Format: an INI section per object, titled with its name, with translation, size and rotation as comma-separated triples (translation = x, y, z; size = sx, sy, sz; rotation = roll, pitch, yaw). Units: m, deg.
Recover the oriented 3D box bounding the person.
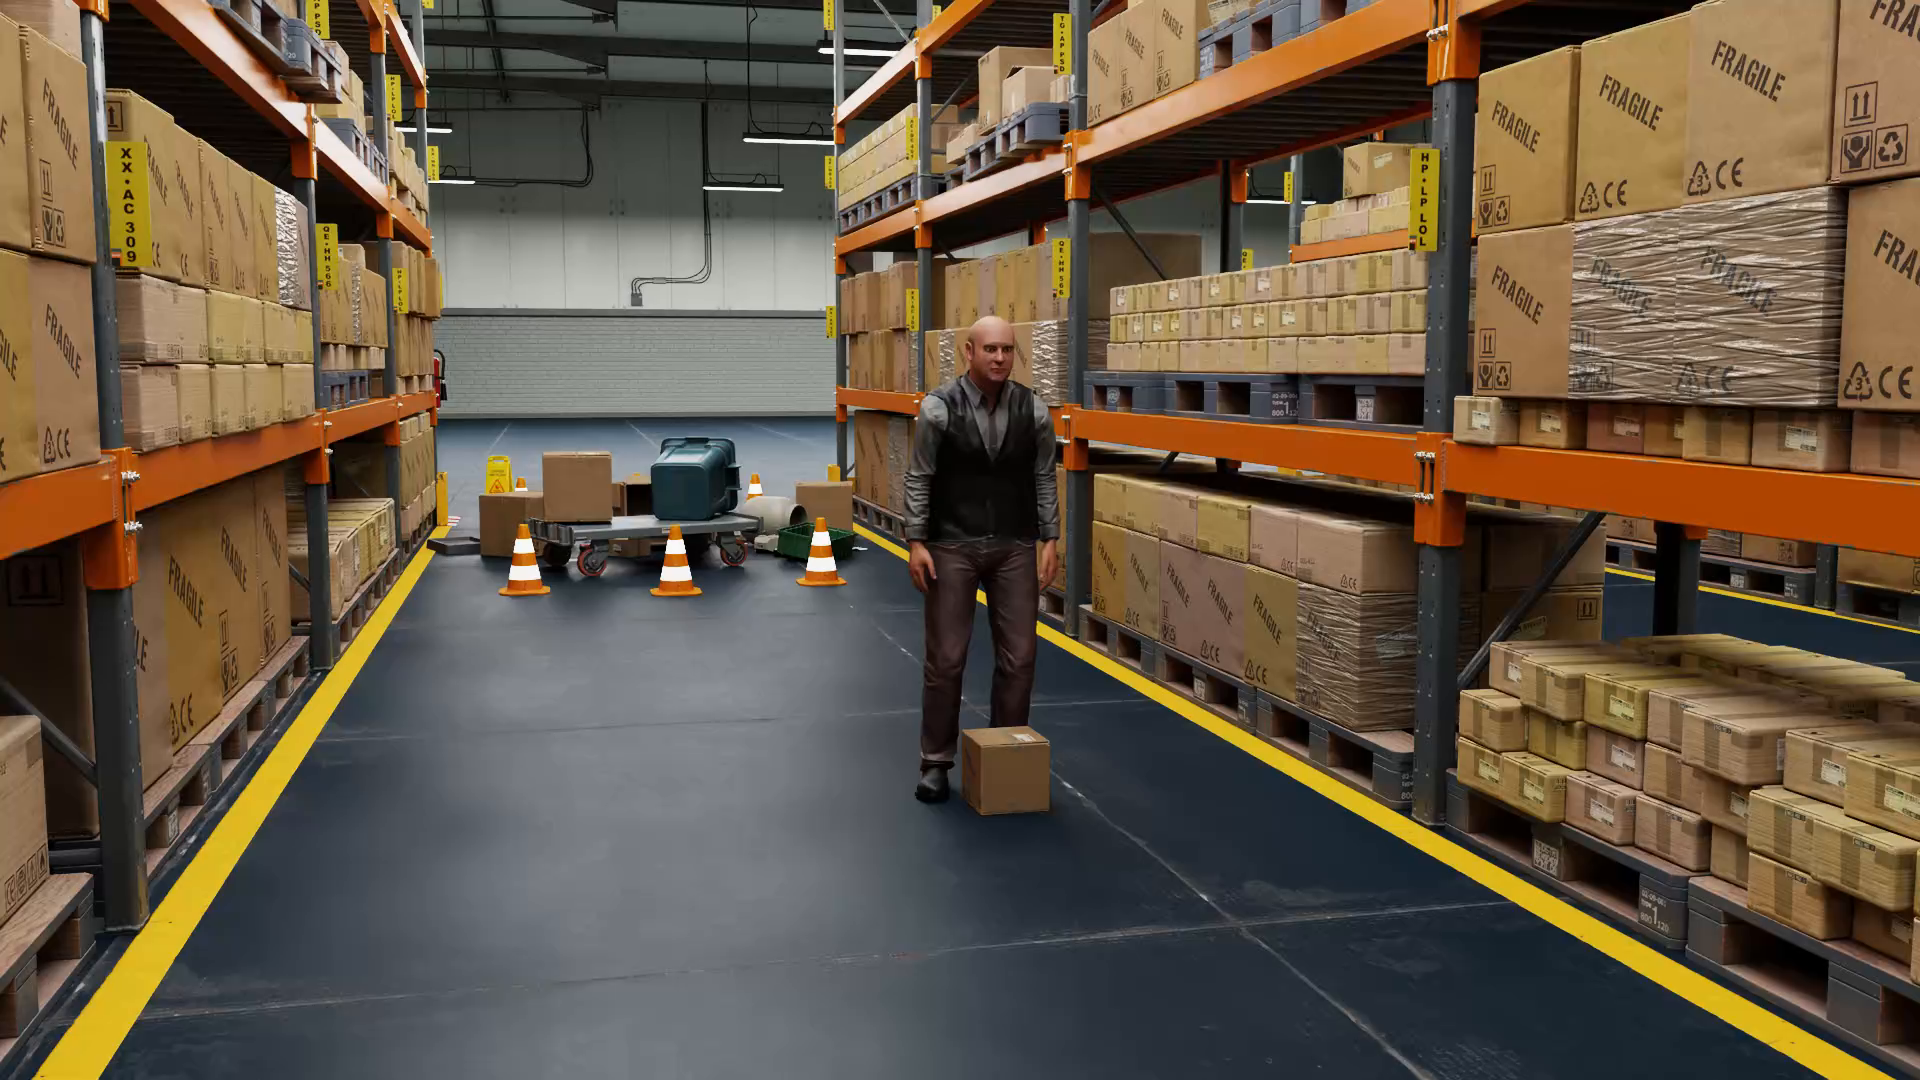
[person]
translation = 0.084, 0.055, 6.040
size = 0.580, 1.721, 0.464
rotation = -1, 6, -13
